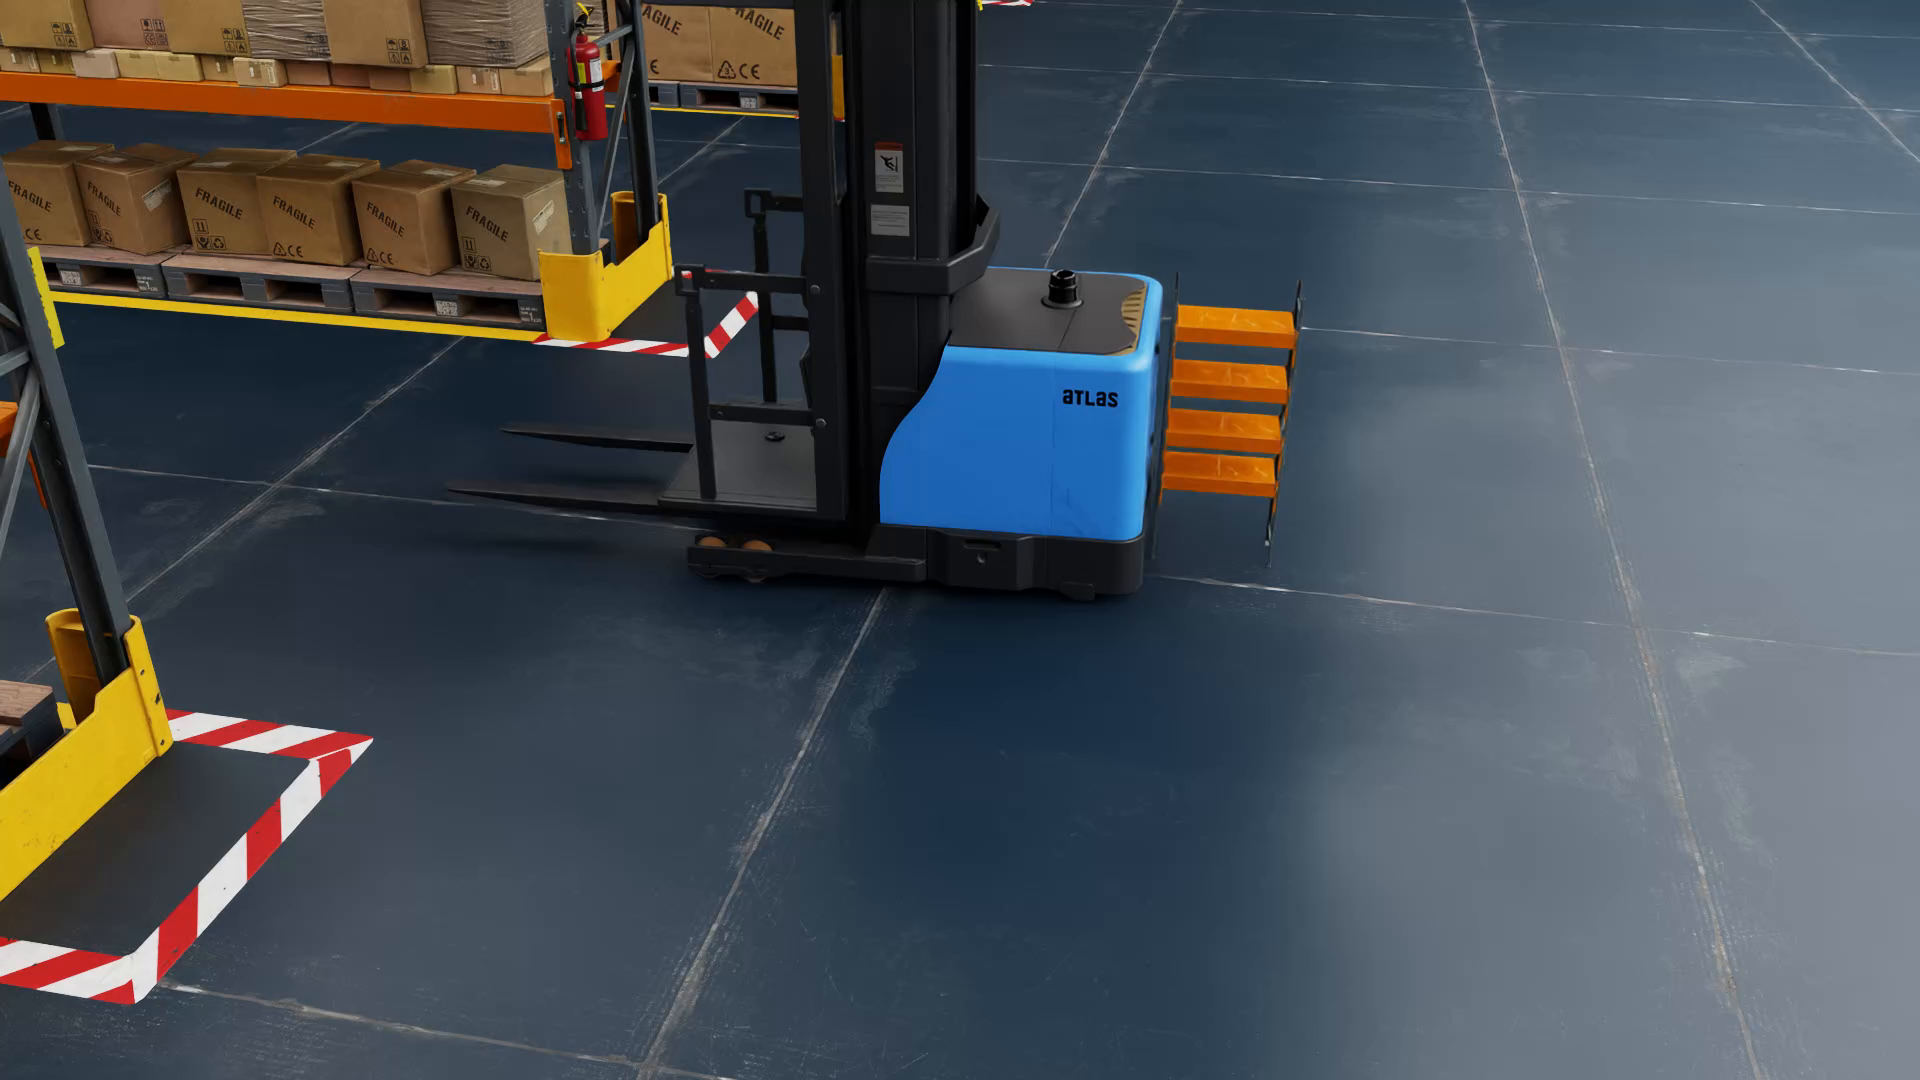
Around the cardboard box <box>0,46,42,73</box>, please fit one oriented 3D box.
[{"bbox_3d":[-5.237,-2.779,9.464,0.250,0.149,0.380,6,29,11],"label":"cardboard box"}]

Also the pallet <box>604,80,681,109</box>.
[{"bbox_3d":[-2.818,-3.957,14.258,1.213,0.211,1.003,6,29,11],"label":"pallet"}]

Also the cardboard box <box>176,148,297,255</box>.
[{"bbox_3d":[-4.308,-2.045,10.027,0.500,0.500,0.500,3,29,6],"label":"cardboard box"}]

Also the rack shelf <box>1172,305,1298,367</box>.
[{"bbox_3d":[1.101,-0.828,6.682,0.480,0.148,0.258,5,29,6],"label":"rack shelf"}]

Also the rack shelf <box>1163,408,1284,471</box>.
[{"bbox_3d":[1.090,-0.425,6.904,0.480,0.148,0.258,5,29,6],"label":"rack shelf"}]

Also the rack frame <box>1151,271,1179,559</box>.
[{"bbox_3d":[0.849,-0.503,6.895,0.015,1.200,0.240,5,29,6],"label":"rack frame"}]

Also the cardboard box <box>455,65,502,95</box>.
[{"bbox_3d":[-2.531,-2.541,9.029,0.250,0.149,0.380,6,29,11],"label":"cardboard box"}]

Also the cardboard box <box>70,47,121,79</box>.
[{"bbox_3d":[-4.754,-2.714,9.345,0.250,0.149,0.380,6,29,11],"label":"cardboard box"}]

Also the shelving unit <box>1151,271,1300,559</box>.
[{"bbox_3d":[1.089,-0.484,6.872,0.499,1.200,0.258,5,29,6],"label":"shelving unit"}]

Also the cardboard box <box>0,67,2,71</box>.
[{"bbox_3d":[-5.487,-2.791,9.486,0.250,0.149,0.380,6,29,11],"label":"cardboard box"}]

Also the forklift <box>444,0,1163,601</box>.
[{"bbox_3d":[-2.099,-5.747,14.695,8.709,2.935,18.730,4,29,8],"label":"forklift"}]

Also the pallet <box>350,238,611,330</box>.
[{"bbox_3d":[-2.826,-1.577,9.910,1.213,0.211,1.003,6,29,11],"label":"pallet"}]

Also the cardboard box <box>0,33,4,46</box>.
[{"bbox_3d":[-5.449,-3.195,9.549,0.500,0.500,0.875,6,29,11],"label":"cardboard box"}]

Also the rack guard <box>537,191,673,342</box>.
[{"bbox_3d":[-2.039,-1.605,9.661,0.348,0.500,1.175,6,29,11],"label":"rack guard"}]

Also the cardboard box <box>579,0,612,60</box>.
[{"bbox_3d":[-3.259,-4.482,14.088,0.875,0.875,0.875,6,29,11],"label":"cardboard box"}]

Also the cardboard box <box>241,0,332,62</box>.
[{"bbox_3d":[-3.491,-3.001,9.193,0.500,0.500,0.875,6,29,11],"label":"cardboard box"}]

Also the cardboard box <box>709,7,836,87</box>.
[{"bbox_3d":[-1.507,-4.302,13.760,0.875,0.875,0.875,6,29,11],"label":"cardboard box"}]

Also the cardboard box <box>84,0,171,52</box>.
[{"bbox_3d":[-4.457,-3.126,9.422,0.500,0.500,0.875,6,29,11],"label":"cardboard box"}]

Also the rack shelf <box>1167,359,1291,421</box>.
[{"bbox_3d":[1.095,-0.621,6.796,0.480,0.148,0.258,5,29,6],"label":"rack shelf"}]

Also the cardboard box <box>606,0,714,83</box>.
[{"bbox_3d":[-2.368,-4.390,13.920,0.875,0.875,0.875,5,29,10],"label":"cardboard box"}]

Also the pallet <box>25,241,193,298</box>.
[{"bbox_3d":[-5.212,-1.821,10.357,1.213,0.211,1.003,6,29,11],"label":"pallet"}]

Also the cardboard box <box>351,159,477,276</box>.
[{"bbox_3d":[-3.163,-1.896,9.755,0.500,0.500,0.500,14,32,24],"label":"cardboard box"}]

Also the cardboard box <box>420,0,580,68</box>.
[{"bbox_3d":[-2.497,-2.936,9.076,0.500,0.500,0.875,6,29,11],"label":"cardboard box"}]

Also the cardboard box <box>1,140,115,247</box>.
[{"bbox_3d":[-5.493,-2.124,10.172,0.500,0.500,0.500,5,29,9],"label":"cardboard box"}]

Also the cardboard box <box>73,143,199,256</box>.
[{"bbox_3d":[-4.932,-2.070,10.073,0.500,0.500,0.500,16,32,26],"label":"cardboard box"}]

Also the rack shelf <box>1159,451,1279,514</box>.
[{"bbox_3d":[1.085,-0.251,7.000,0.480,0.148,0.258,5,29,6],"label":"rack shelf"}]

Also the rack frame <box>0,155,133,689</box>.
[{"bbox_3d":[-2.999,-0.368,4.798,0.127,3.000,1.000,6,29,11],"label":"rack frame"}]

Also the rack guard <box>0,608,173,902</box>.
[{"bbox_3d":[-3.083,0.743,5.372,0.348,0.500,1.175,6,29,11],"label":"rack guard"}]

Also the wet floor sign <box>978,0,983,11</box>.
[{"bbox_3d":[0.067,-5.794,17.161,0.232,0.644,0.267,17,33,28],"label":"wet floor sign"}]

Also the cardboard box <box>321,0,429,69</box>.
[{"bbox_3d":[-3.011,-2.930,9.065,0.500,0.500,0.875,6,29,11],"label":"cardboard box"}]

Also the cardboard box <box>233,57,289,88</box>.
[{"bbox_3d":[-3.775,-2.617,9.167,0.250,0.149,0.380,6,29,11],"label":"cardboard box"}]

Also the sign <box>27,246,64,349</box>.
[{"bbox_3d":[-2.880,-0.747,5.203,0.005,0.325,0.100,6,29,11],"label":"sign"}]

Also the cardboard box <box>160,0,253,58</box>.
[{"bbox_3d":[-3.977,-3.056,9.295,0.500,0.500,0.875,6,29,11],"label":"cardboard box"}]

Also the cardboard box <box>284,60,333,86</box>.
[{"bbox_3d":[-3.512,-2.633,9.198,0.250,0.149,0.380,6,29,11],"label":"cardboard box"}]

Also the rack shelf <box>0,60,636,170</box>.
[{"bbox_3d":[-3.920,-2.579,9.586,4.000,0.370,1.077,6,29,11],"label":"rack shelf"}]

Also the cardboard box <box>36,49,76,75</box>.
[{"bbox_3d":[-4.990,-2.758,9.426,0.250,0.149,0.380,6,29,11],"label":"cardboard box"}]

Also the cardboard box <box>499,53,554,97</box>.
[{"bbox_3d":[-2.286,-2.515,8.983,0.250,0.149,0.380,6,29,11],"label":"cardboard box"}]

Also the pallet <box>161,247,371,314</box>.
[{"bbox_3d":[-4.015,-1.700,10.135,1.213,0.211,1.003,6,29,11],"label":"pallet"}]

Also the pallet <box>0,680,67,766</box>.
[{"bbox_3d":[-3.876,0.786,5.595,1.213,0.211,1.003,6,29,11],"label":"pallet"}]

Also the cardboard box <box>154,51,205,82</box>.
[{"bbox_3d":[-4.259,-2.678,9.279,0.250,0.149,0.380,6,29,11],"label":"cardboard box"}]

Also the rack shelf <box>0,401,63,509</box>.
[{"bbox_3d":[-4.955,-0.253,5.338,4.000,0.370,1.077,6,29,11],"label":"rack shelf"}]

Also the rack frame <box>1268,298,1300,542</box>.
[{"bbox_3d":[1.334,-0.465,6.849,0.006,1.046,0.228,5,29,6],"label":"rack frame"}]

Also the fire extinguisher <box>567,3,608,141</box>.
[{"bbox_3d":[-1.949,-2.432,8.649,0.183,0.674,0.296,6,29,11],"label":"fire extinguisher"}]

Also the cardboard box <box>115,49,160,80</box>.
[{"bbox_3d":[-4.501,-2.708,9.335,0.250,0.149,0.380,6,29,11],"label":"cardboard box"}]

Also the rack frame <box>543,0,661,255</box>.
[{"bbox_3d":[-1.964,-2.694,9.047,0.127,3.000,1.000,6,29,11],"label":"rack frame"}]

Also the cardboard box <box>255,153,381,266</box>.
[{"bbox_3d":[-3.772,-1.968,9.886,0.500,0.500,0.500,9,30,15],"label":"cardboard box"}]

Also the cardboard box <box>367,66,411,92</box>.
[{"bbox_3d":[-3.027,-2.574,9.090,0.250,0.149,0.380,6,29,11],"label":"cardboard box"}]

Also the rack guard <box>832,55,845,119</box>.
[{"bbox_3d":[-0.806,-3.914,13.879,0.348,0.500,1.175,6,29,11],"label":"rack guard"}]

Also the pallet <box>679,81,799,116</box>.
[{"bbox_3d":[-1.628,-3.833,14.032,1.213,0.211,1.003,6,29,11],"label":"pallet"}]
